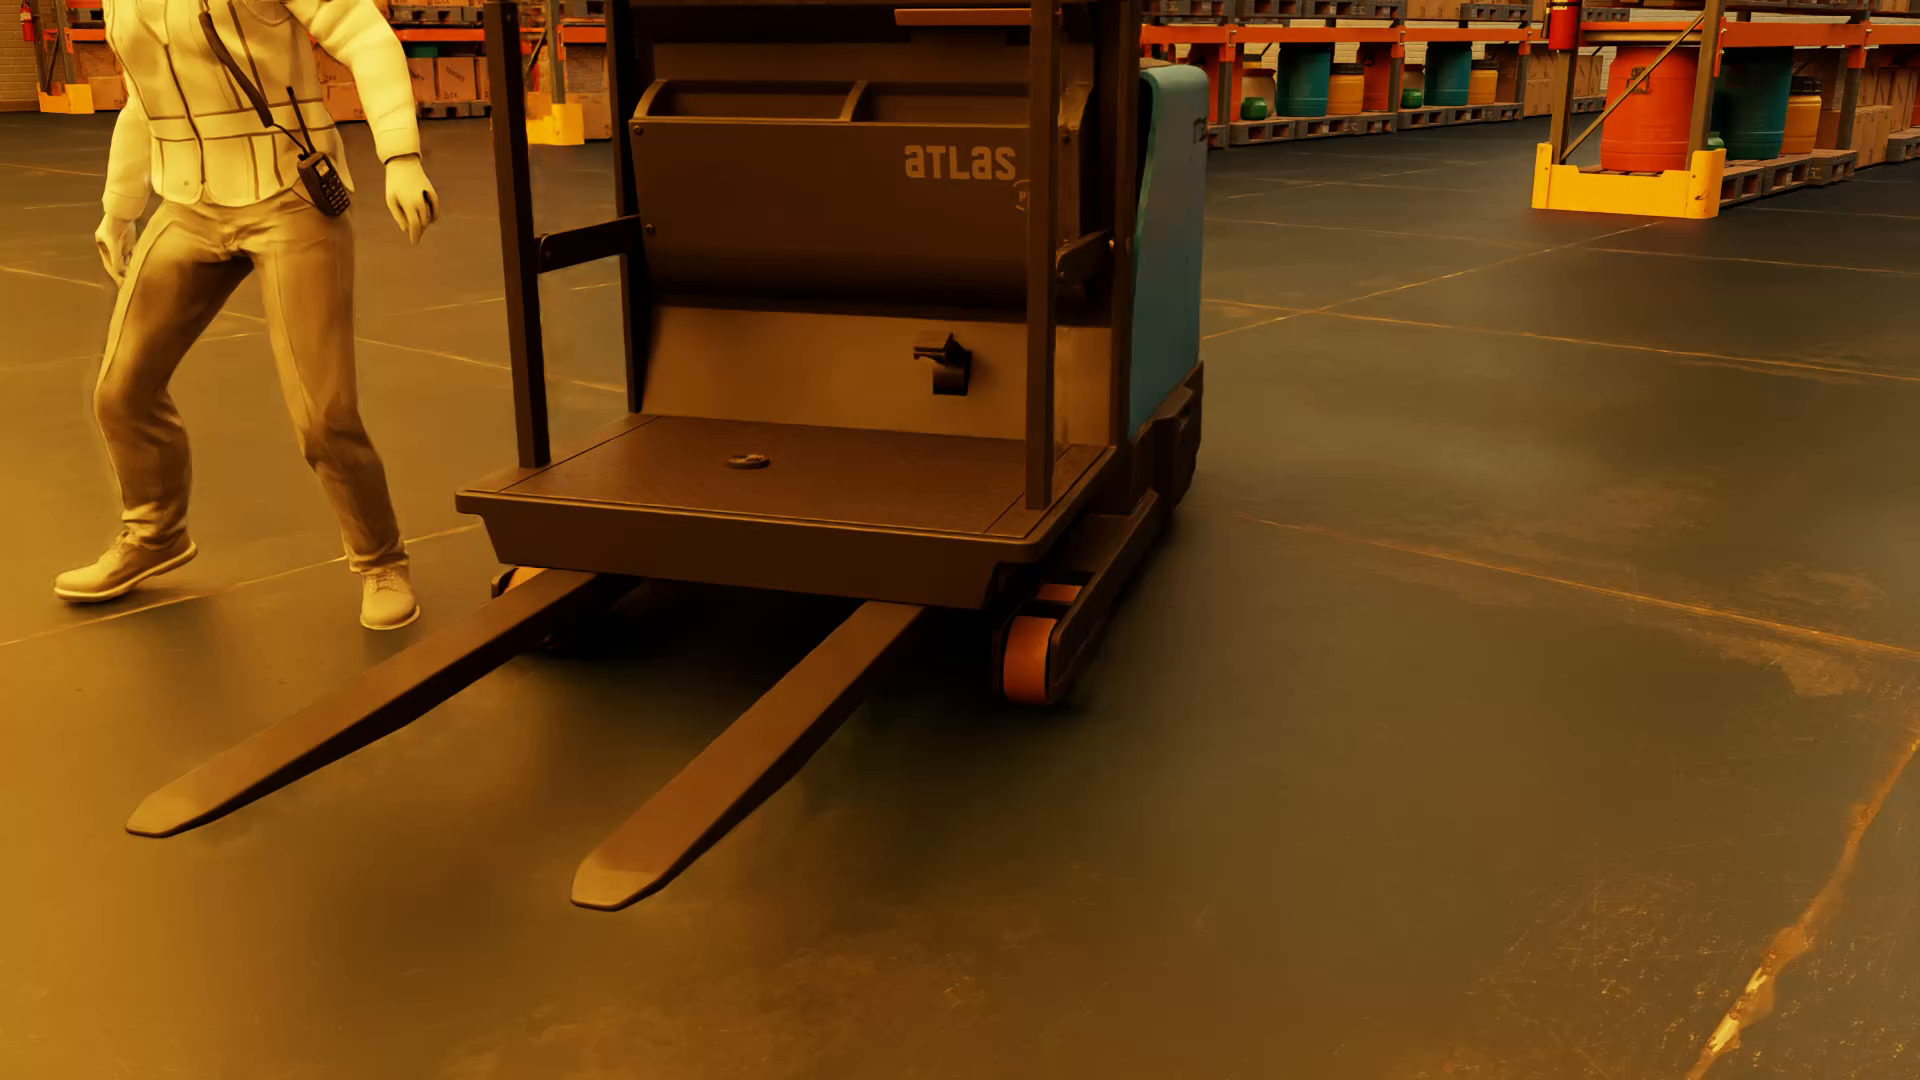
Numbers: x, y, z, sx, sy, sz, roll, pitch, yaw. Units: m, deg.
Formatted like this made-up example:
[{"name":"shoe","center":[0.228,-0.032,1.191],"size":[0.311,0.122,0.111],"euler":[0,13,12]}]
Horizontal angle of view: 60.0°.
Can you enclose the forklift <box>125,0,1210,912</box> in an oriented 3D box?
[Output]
[{"name":"forklift","center":[-0.261,-1.232,2.954],"size":[1.130,2.935,3.031],"euler":[5,18,16]}]

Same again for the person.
[{"name":"person","center":[-1.425,-0.606,3.209],"size":[0.988,1.618,0.462],"euler":[5,18,16]}]
